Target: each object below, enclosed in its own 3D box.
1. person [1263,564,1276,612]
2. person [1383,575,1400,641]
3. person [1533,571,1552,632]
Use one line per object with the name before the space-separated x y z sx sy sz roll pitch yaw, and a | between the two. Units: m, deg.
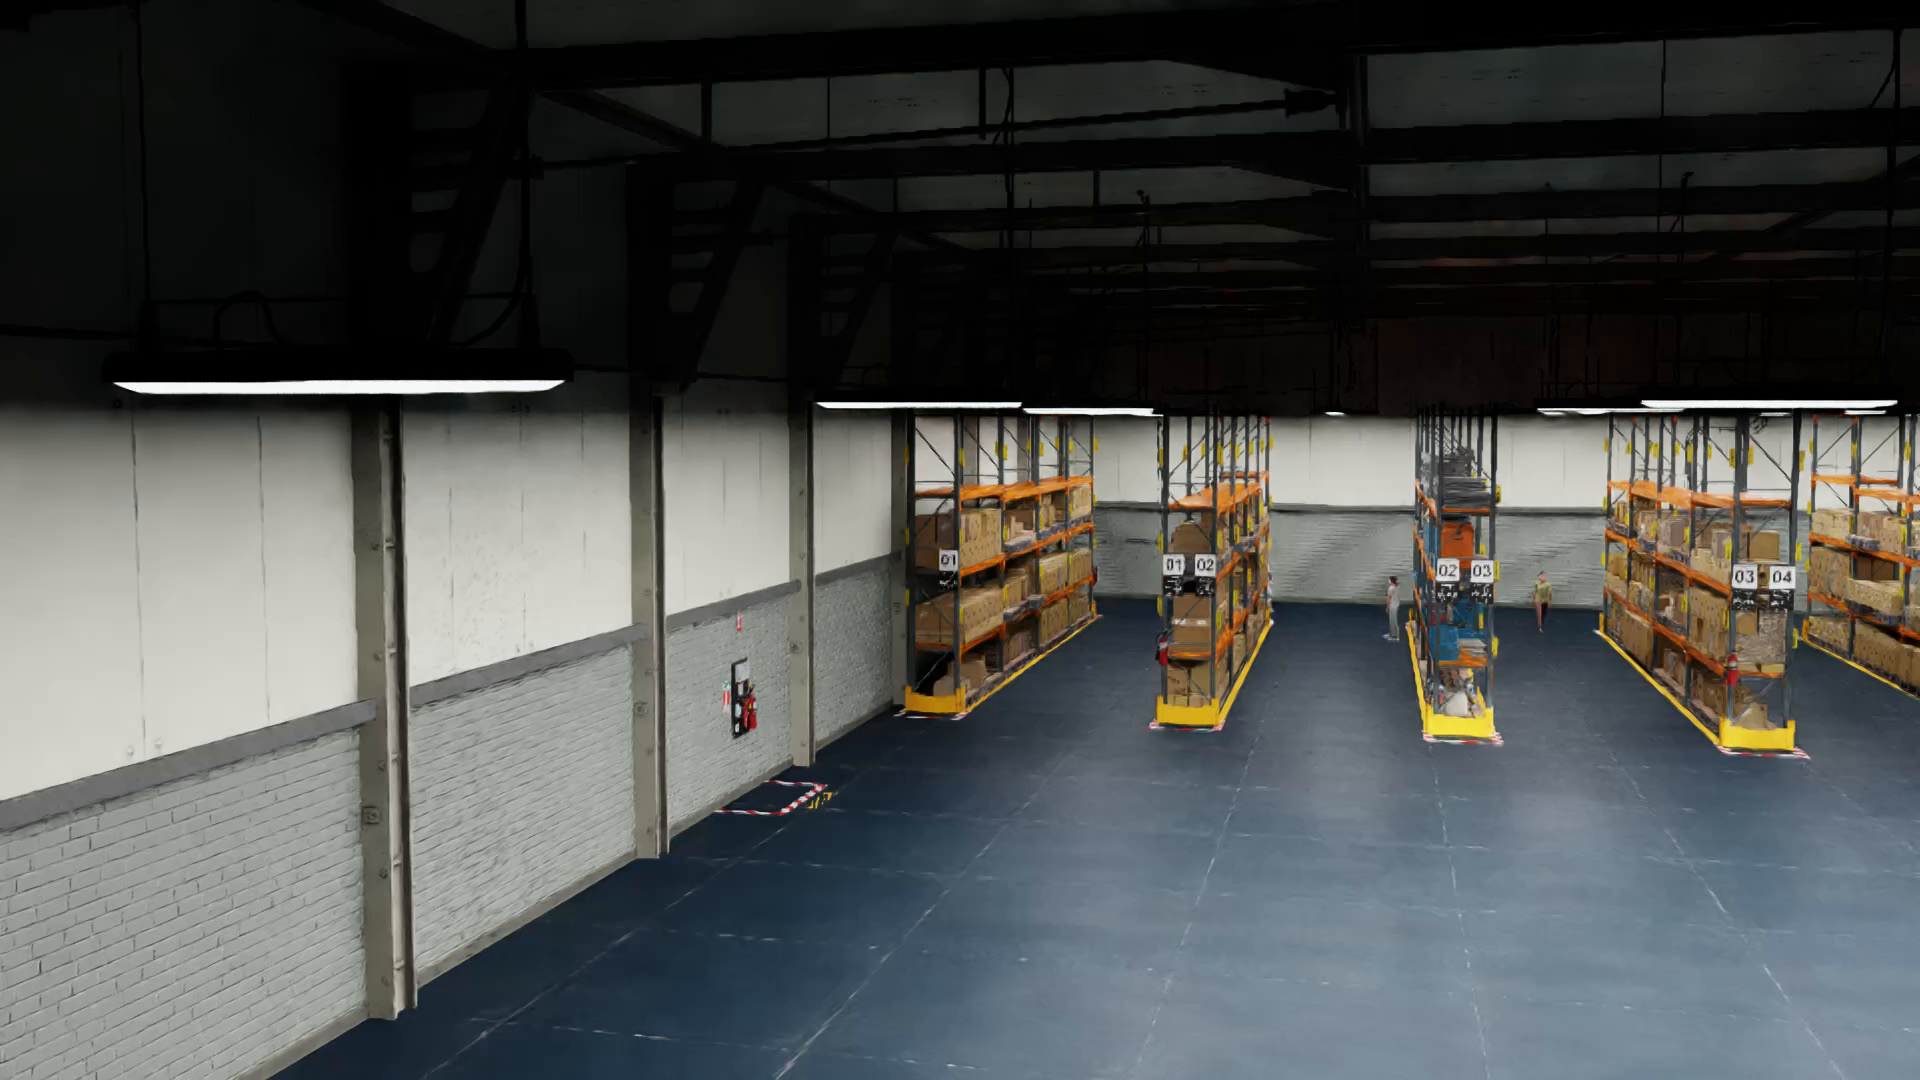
person | 8.916 1.278 49.161 0.689 1.724 0.773 0 4 -6
person | 11.166 1.742 43.011 0.569 1.668 0.561 3 5 39
person | 15.735 1.645 44.889 0.456 1.613 1.019 1 4 13
